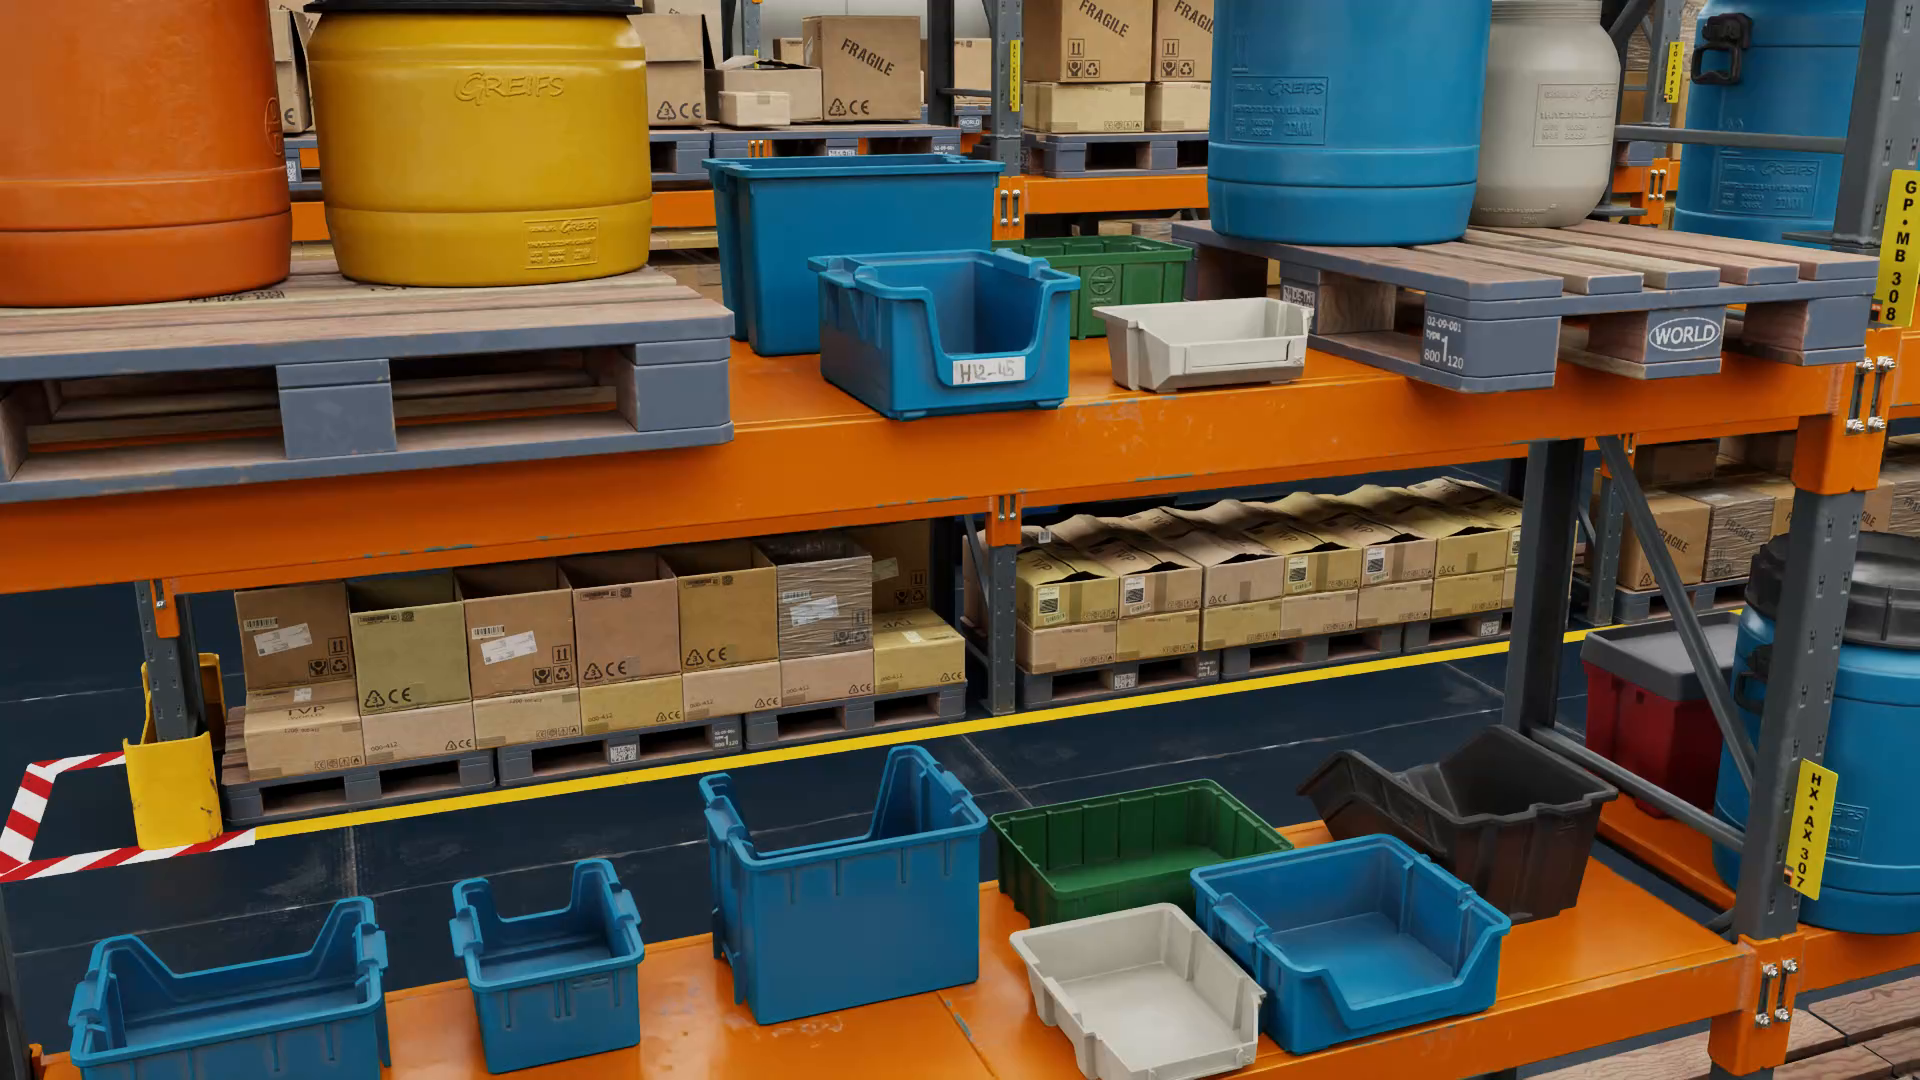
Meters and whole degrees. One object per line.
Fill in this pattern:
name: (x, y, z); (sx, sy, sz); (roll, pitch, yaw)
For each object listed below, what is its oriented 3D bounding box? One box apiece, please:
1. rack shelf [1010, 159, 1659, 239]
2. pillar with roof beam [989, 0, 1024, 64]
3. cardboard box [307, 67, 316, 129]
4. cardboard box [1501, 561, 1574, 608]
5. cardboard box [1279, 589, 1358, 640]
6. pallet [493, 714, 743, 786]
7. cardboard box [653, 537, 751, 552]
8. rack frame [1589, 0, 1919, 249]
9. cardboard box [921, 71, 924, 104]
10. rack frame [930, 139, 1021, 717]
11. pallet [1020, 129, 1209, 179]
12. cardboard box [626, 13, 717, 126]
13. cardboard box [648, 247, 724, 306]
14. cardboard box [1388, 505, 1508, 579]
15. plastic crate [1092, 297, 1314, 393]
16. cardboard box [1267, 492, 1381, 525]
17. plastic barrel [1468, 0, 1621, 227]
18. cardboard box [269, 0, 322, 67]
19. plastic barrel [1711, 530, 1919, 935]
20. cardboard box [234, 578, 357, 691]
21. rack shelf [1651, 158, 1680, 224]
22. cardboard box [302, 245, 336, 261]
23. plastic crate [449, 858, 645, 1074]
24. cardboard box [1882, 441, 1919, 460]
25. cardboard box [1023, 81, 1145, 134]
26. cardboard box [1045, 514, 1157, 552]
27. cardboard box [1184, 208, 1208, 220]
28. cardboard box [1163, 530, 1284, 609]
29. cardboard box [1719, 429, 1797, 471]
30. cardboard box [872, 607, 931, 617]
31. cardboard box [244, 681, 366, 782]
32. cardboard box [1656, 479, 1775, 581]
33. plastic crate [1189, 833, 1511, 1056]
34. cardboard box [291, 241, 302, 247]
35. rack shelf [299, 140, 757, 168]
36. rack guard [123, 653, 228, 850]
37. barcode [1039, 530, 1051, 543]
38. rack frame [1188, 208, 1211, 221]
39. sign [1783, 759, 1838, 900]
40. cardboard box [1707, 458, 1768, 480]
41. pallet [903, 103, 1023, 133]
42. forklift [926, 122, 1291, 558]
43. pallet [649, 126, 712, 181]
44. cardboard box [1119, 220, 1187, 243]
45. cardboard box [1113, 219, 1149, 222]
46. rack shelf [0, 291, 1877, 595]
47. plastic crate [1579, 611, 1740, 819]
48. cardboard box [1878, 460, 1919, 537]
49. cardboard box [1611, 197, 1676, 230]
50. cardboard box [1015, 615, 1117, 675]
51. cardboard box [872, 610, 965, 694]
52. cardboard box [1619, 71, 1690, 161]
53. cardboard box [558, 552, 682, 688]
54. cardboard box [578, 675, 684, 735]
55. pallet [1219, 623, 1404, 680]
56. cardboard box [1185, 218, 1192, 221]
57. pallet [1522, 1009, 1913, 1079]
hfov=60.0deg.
rack shelf: (1.928, -1.926, 9.285); (4.000, 0.370, 1.077); (-6, 17, -20)
pillar with roof beam: (2.037, -4.178, 10.356); (0.400, 9.000, 9.100); (-6, 17, -20)
cardboard box: (-4.535, -3.039, 11.587); (0.500, 0.500, 0.500); (-5, 17, -16)
cardboard box: (3.392, 0.202, 10.222); (0.500, 0.250, 0.500); (-6, 17, -19)
cardboard box: (1.962, 0.357, 9.693); (0.500, 0.250, 0.500); (-6, 17, -19)
pallet: (-1.838, 0.901, 8.654); (1.213, 0.211, 1.003); (-6, 17, -20)
cardboard box: (-1.418, 0.193, 8.920); (0.500, 0.500, 0.500); (-6, 17, -20)
rack frame: (1.830, -2.205, 3.635); (0.127, 3.000, 1.000); (-6, 17, -20)
cardboard box: (-0.601, -3.627, 13.215); (0.500, 0.311, 0.500); (-6, 17, -18)
rack frame: (0.061, -0.630, 8.919); (0.127, 3.000, 1.000); (-6, 17, -20)
pallet: (0.880, -2.070, 8.838); (1.217, 0.209, 0.805); (-7, 18, -22)
cardboard box: (-1.522, -2.254, 7.951); (0.637, 0.503, 0.797); (-4, 17, -14)
cardboard box: (-1.291, -1.152, 8.219); (0.500, 0.500, 0.700); (-6, 17, -20)
cardboard box: (2.912, -0.013, 9.957); (0.500, 0.311, 0.500); (-6, 18, -21)
plastic crate: (0.475, -0.371, 3.181); (0.396, 0.136, 0.243); (-6, 17, -20)
cardboard box: (2.237, -0.103, 10.264); (0.500, 0.311, 0.500); (-7, 18, -22)
plastic barrel: (1.357, -1.029, 4.011); (0.421, 0.512, 0.421); (0, 16, 0)
cardboard box: (-4.518, -3.518, 11.444); (0.500, 0.500, 0.500); (-6, 18, -21)
plastic barrel: (2.299, 0.474, 4.271); (0.708, 0.901, 0.600); (-6, 17, -20)
cardboard box: (-3.280, 0.399, 8.219); (0.500, 0.500, 0.500); (-6, 17, -20)
rack shelf: (5.663, -2.329, 10.658); (4.000, 0.370, 1.077); (-6, 17, -20)
cardboard box: (-4.432, -1.843, 11.951); (0.500, 0.500, 0.500); (-6, 17, -20)
plastic crate: (-0.937, 0.955, 3.785); (0.408, 0.251, 0.499); (-6, 17, -20)
cardboard box: (6.498, -0.407, 11.815); (0.500, 0.500, 0.500); (-6, 17, -19)
cardboard box: (0.639, -2.258, 8.662); (0.500, 0.250, 0.500); (-4, 17, -14)
cardboard box: (0.820, 0.049, 9.749); (0.500, 0.311, 0.500); (-6, 17, -19)
cardboard box: (2.350, -3.010, 14.953); (0.500, 0.250, 0.500); (-6, 17, -19)
cardboard box: (1.488, 0.141, 9.433); (0.500, 0.311, 0.500); (-7, 18, -22)
cardboard box: (5.590, -0.672, 11.387); (0.500, 0.250, 0.500); (-7, 18, -21)
cardboard box: (-0.481, 0.455, 9.360); (0.500, 0.250, 0.500); (-6, 17, -20)
cardboard box: (-3.094, 0.896, 7.859); (0.500, 0.250, 0.500); (-6, 17, -20)
cardboard box: (4.810, -0.070, 10.668); (0.500, 0.500, 0.500); (-7, 18, -22)
plastic crate: (0.893, 0.928, 3.878); (0.616, 0.251, 0.499); (-6, 17, -20)
cardboard box: (-5.087, -1.930, 12.248); (0.500, 0.500, 0.500); (-6, 18, -21)
rack shelf: (-3.583, -2.825, 12.348); (4.000, 0.370, 1.077); (-6, 17, -20)
rack guard: (-3.697, 0.975, 7.890); (0.348, 0.500, 1.175); (-6, 17, -20)
barcode: (0.448, -0.018, 8.789); (0.075, 0.075, 0.001); (-6, 17, -20)
rack frame: (2.020, -2.336, 14.730); (0.127, 3.000, 1.000); (-6, 17, -20)
sign: (2.016, 0.687, 3.944); (0.005, 0.325, 0.100); (-6, 17, -20)
cardboard box: (5.068, -0.253, 11.292); (0.500, 0.500, 0.500); (-7, 18, -22)
pallet: (-0.134, -3.422, 13.436); (1.003, 0.211, 1.213); (-6, 17, -20)
forklift: (0.946, -1.484, 11.949); (3.031, 2.935, 1.130); (-6, 17, -18)
pallet: (-1.864, -1.812, 7.778); (1.213, 0.211, 1.003); (-6, 17, -20)
cardboard box: (1.584, -2.545, 14.483); (0.500, 0.500, 0.700); (-8, 18, -27)
cardboard box: (1.413, -2.827, 14.293); (0.250, 0.149, 0.380); (-9, 19, -29)
rack shelf: (-0.038, -0.219, 3.472); (4.000, 0.370, 1.077); (-6, 17, -20)
plastic crate: (2.172, 0.514, 4.911); (0.583, 0.464, 0.402); (-6, 17, -20)
cardboard box: (6.240, -0.225, 11.196); (0.500, 0.500, 0.500); (-6, 17, -19)
cardboard box: (6.951, -3.006, 16.478); (0.700, 0.700, 0.980); (-7, 18, -21)
cardboard box: (0.526, 0.512, 9.164); (0.500, 0.250, 0.500); (-7, 18, -21)
cardboard box: (-0.294, 0.592, 8.893); (0.500, 0.250, 0.500); (-6, 17, -20)
cardboard box: (4.191, -2.573, 10.036); (0.500, 0.500, 0.910); (-6, 17, -20)
cardboard box: (-1.693, 0.385, 8.266); (0.500, 0.500, 0.500); (-6, 17, -20)
cardboard box: (-1.693, 0.745, 8.373); (0.500, 0.250, 0.500); (-6, 17, -20)
pallet: (1.876, 0.499, 10.023); (1.213, 0.211, 1.003); (-6, 17, -20)
cardboard box: (2.366, -2.653, 15.069); (0.500, 0.500, 0.500); (-6, 17, -20)
pallet: (2.549, 1.922, 5.177); (1.213, 0.211, 1.003); (-6, 17, -20)
